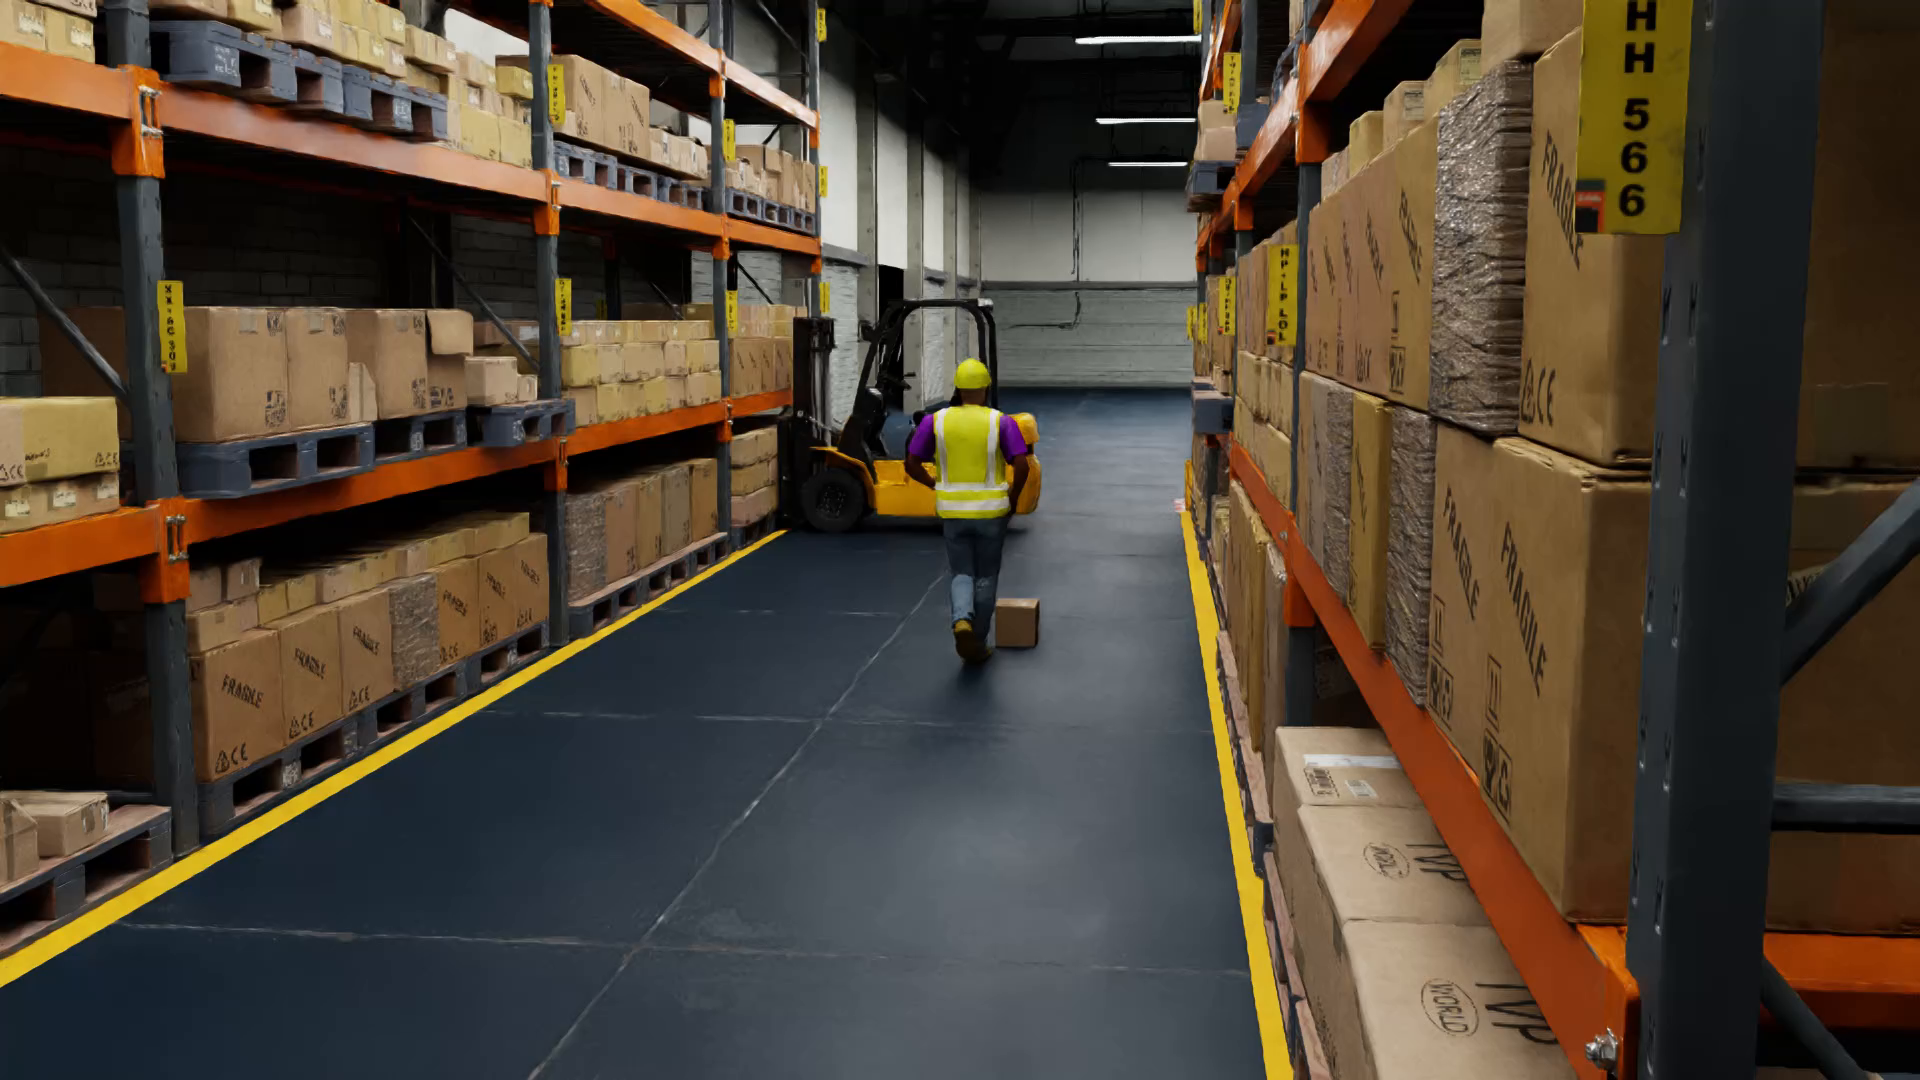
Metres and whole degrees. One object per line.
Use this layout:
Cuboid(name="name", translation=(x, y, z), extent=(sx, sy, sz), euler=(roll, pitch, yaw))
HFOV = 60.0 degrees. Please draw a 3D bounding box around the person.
Cuboid(name="person", translation=(0.052, -0.149, 9.374), extent=(0.712, 1.745, 0.726), euler=(1, 8, 9))
